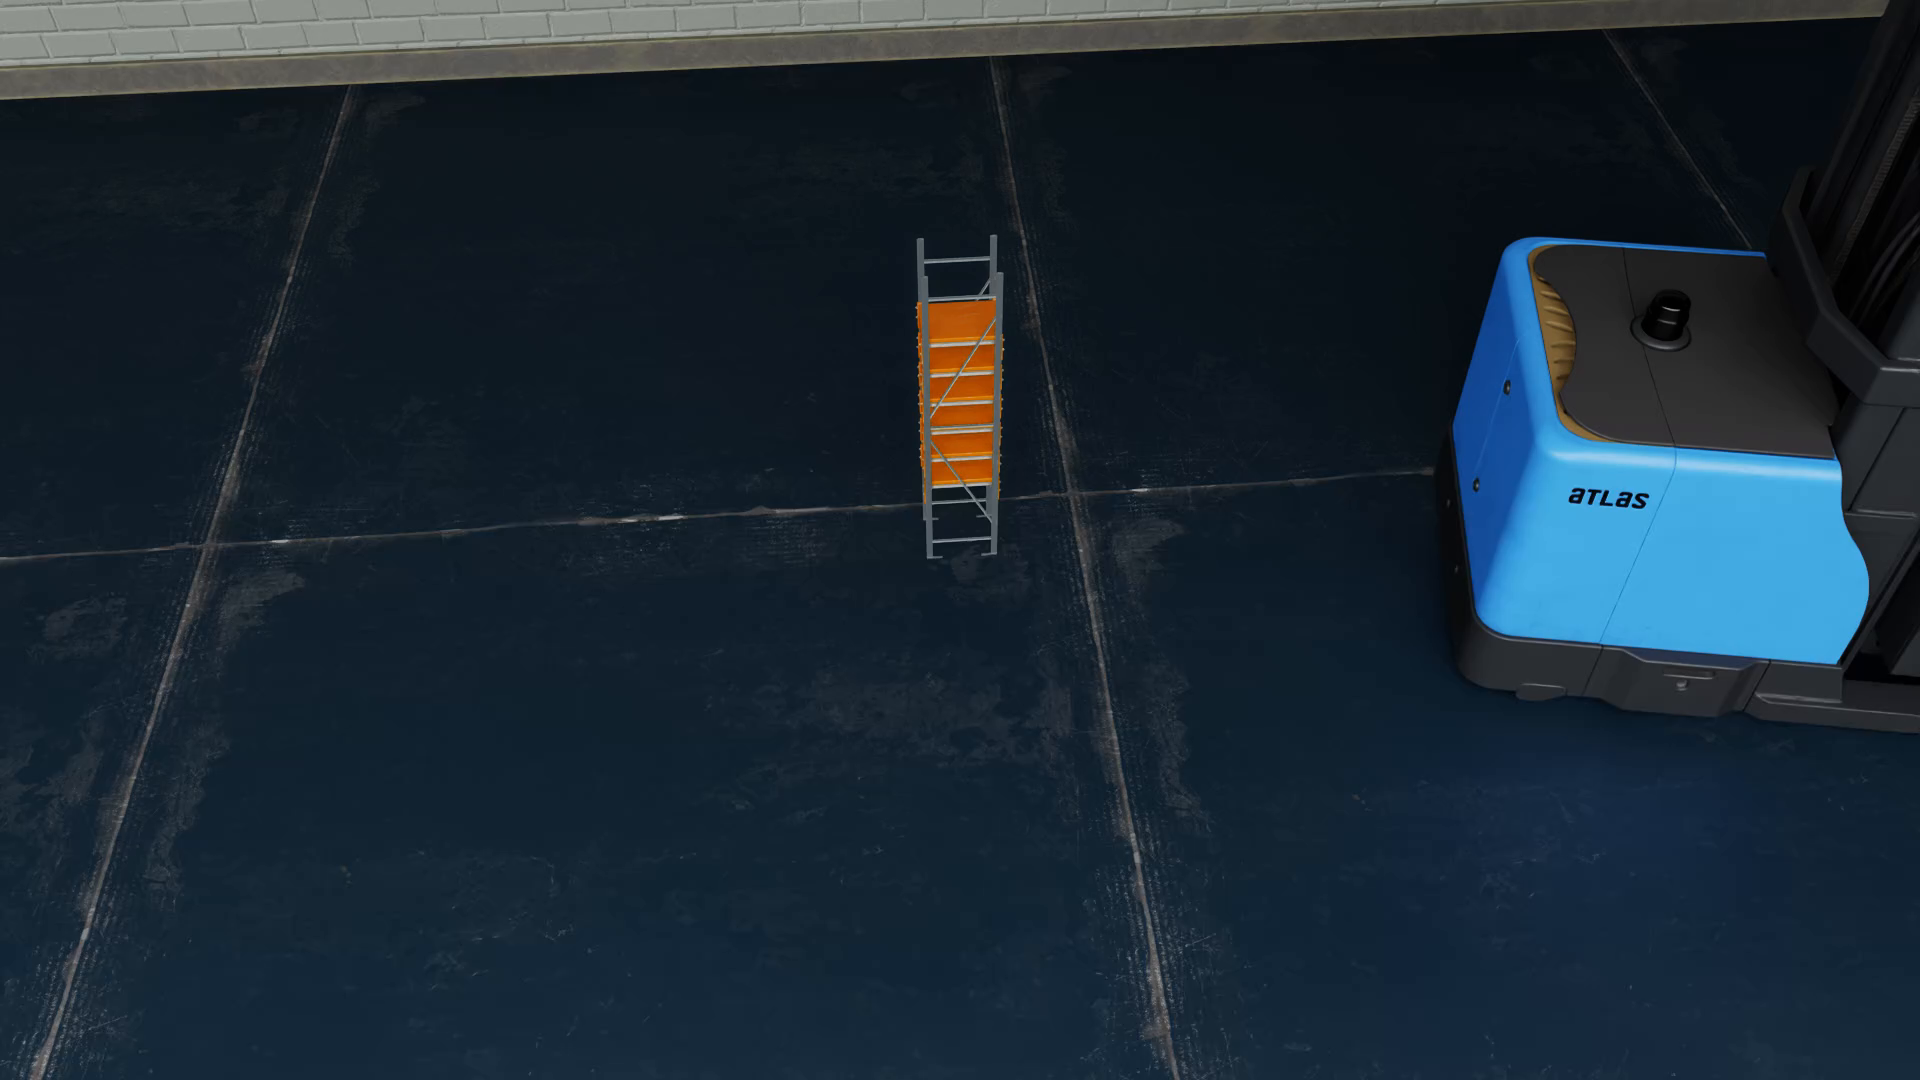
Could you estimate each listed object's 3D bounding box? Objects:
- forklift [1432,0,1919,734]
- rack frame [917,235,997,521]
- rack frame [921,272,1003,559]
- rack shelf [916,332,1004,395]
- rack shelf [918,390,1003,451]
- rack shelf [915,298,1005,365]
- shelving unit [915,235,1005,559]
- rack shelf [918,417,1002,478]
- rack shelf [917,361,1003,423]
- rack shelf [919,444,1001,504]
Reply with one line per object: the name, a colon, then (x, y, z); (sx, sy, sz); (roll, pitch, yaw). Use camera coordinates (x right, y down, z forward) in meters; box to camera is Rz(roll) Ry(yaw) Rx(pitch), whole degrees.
forklift: (3.119, -0.753, 4.444); (3.031, 2.935, 1.130); (5, 47, 5)
rack frame: (-0.009, -0.489, 5.387); (0.240, 1.200, 0.006); (-3, 47, -3)
rack frame: (0.006, -0.357, 5.262); (0.240, 1.200, 0.006); (-3, 47, -3)
rack shelf: (-0.001, -0.558, 5.182); (0.258, 0.103, 0.180); (-3, 47, -3)
rack shelf: (-0.001, -0.392, 5.357); (0.258, 0.103, 0.180); (-3, 47, -3)
rack shelf: (-0.001, -0.640, 5.095); (0.258, 0.103, 0.180); (-3, 47, -3)
shelving unit: (-0.001, -0.423, 5.324); (0.258, 1.200, 0.189); (-3, 47, -3)
rack shelf: (-0.001, -0.310, 5.444); (0.258, 0.103, 0.180); (-3, 47, -3)
rack shelf: (-0.001, -0.475, 5.269); (0.258, 0.103, 0.180); (-3, 47, -3)
rack shelf: (-0.001, -0.227, 5.531); (0.258, 0.103, 0.180); (-3, 47, -3)
